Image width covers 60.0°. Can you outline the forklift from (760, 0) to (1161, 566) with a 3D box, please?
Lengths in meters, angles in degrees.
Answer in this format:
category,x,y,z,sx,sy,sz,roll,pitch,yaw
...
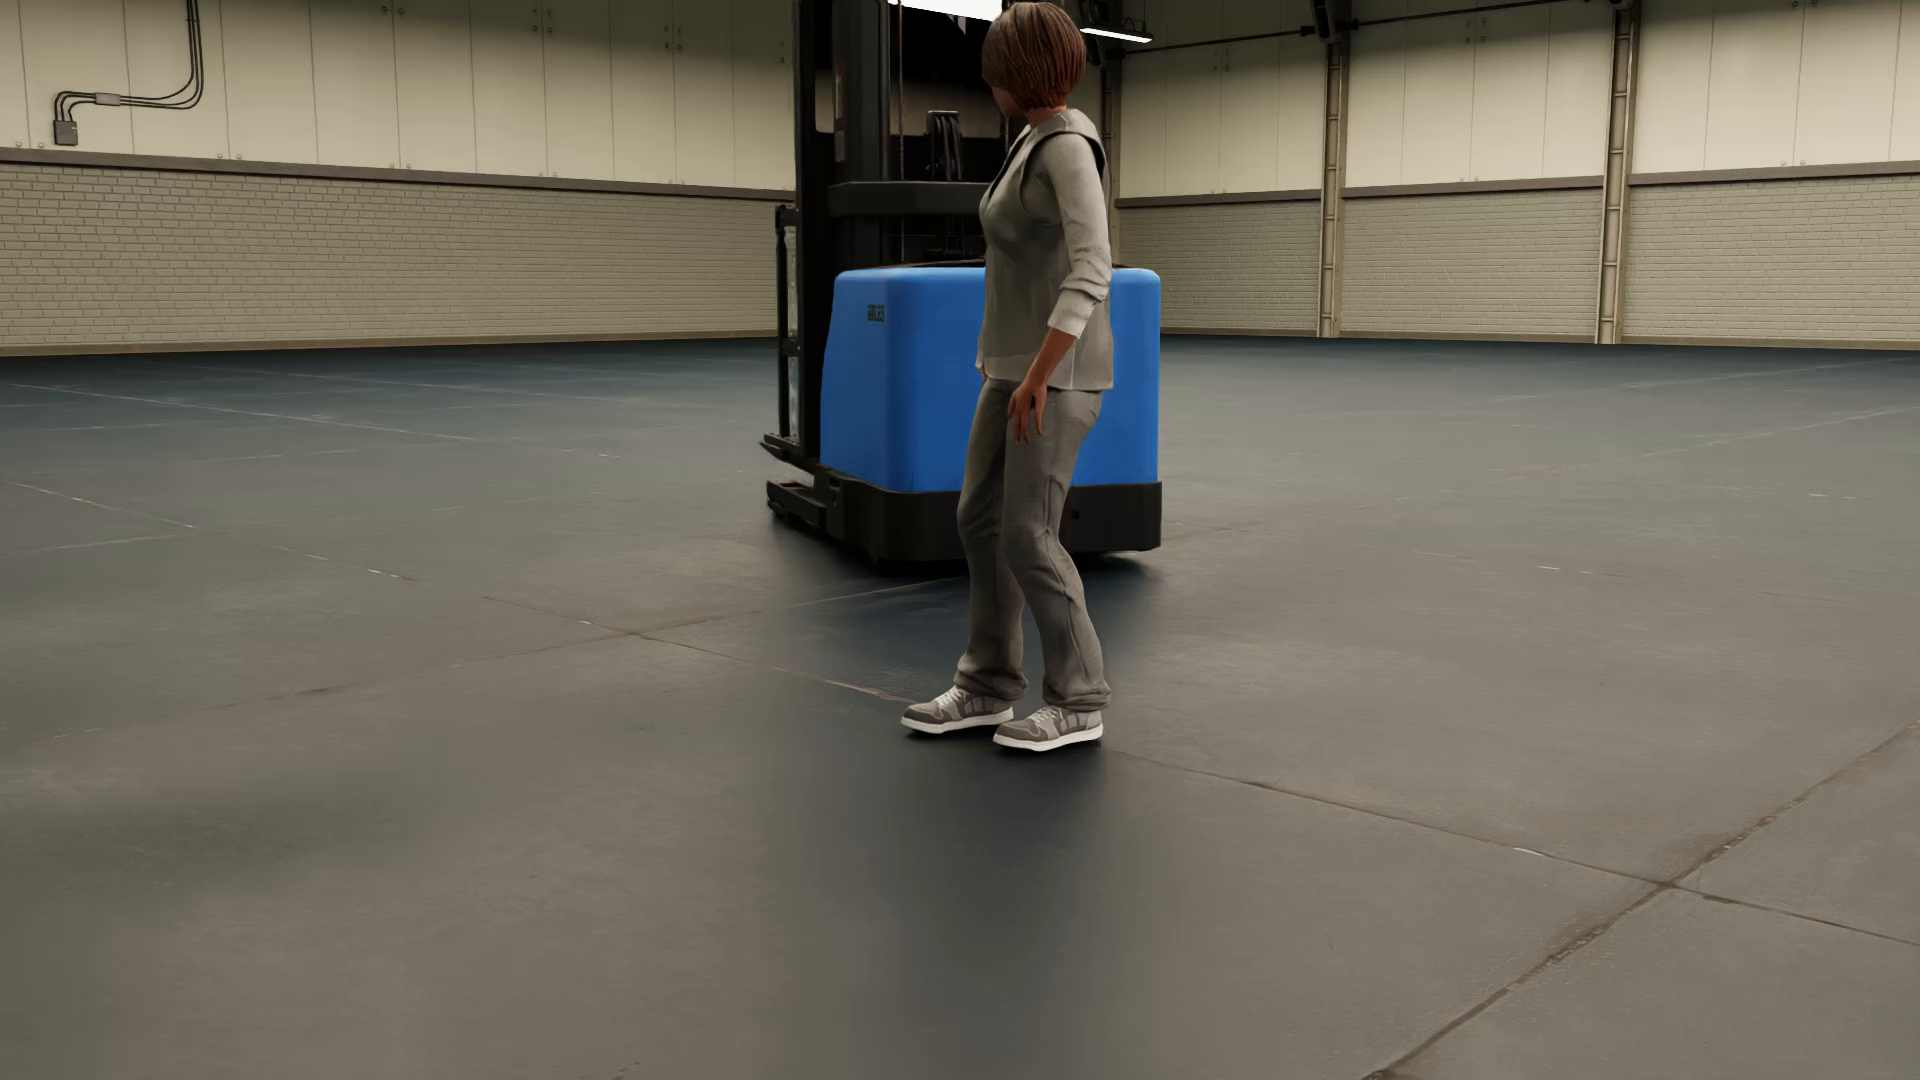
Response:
category,x,y,z,sx,sy,sz,roll,pitch,yaw
forklift,-0.221,-1.537,7.081,1.130,2.935,3.031,-3,9,-19

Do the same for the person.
category,x,y,z,sx,sy,sz,roll,pitch,yaw
person,0.113,-0.330,3.593,0.455,1.589,0.610,-2,9,-12
